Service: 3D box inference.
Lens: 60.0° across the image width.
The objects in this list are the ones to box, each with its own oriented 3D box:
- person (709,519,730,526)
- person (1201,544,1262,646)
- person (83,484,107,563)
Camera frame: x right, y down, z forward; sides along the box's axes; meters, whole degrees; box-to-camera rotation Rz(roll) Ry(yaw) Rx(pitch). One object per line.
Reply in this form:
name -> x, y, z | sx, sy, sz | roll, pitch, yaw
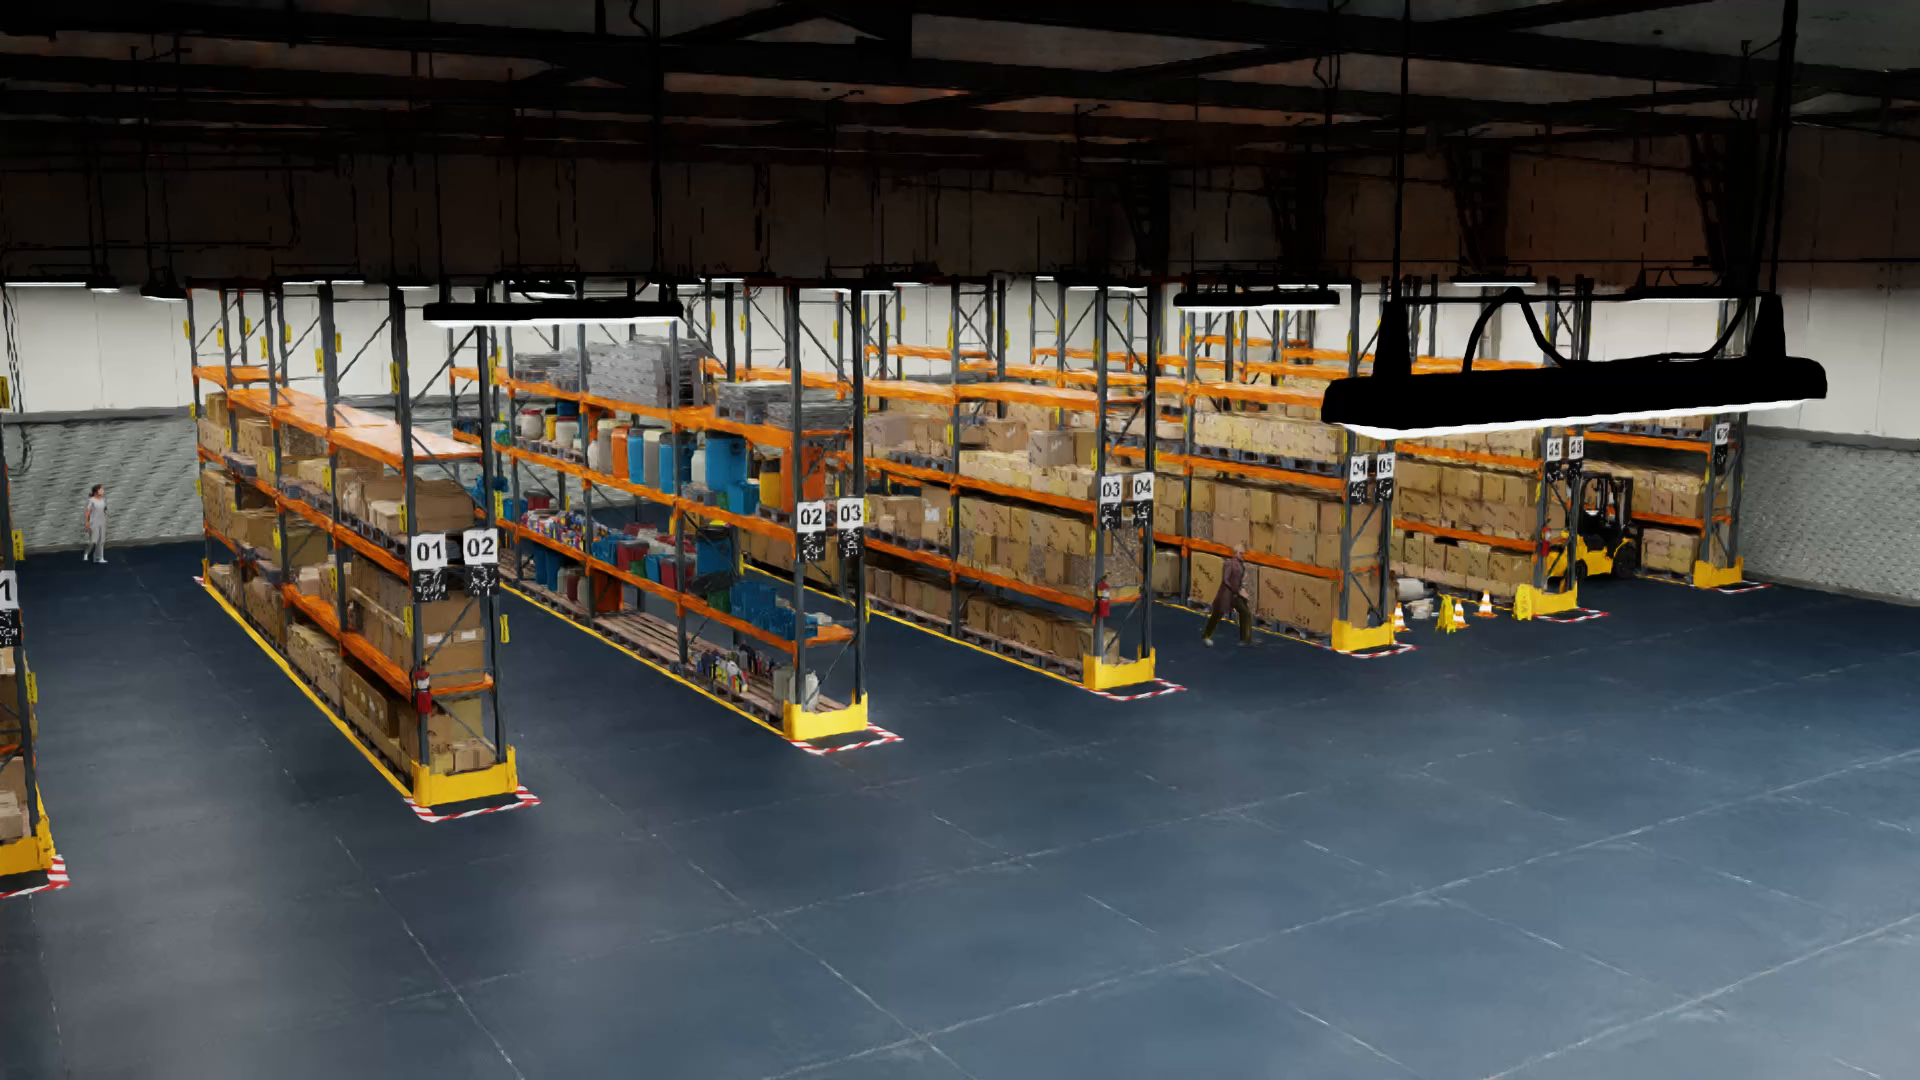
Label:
person -> -4.471, 0.206, 31.467 | 0.607, 1.762, 0.456 | 5, 11, 29
person -> 4.451, 0.902, 27.442 | 0.895, 1.715, 0.735 | 8, 13, 41
person -> -18.275, -0.345, 35.090 | 0.512, 1.665, 0.509 | 4, 10, 20
